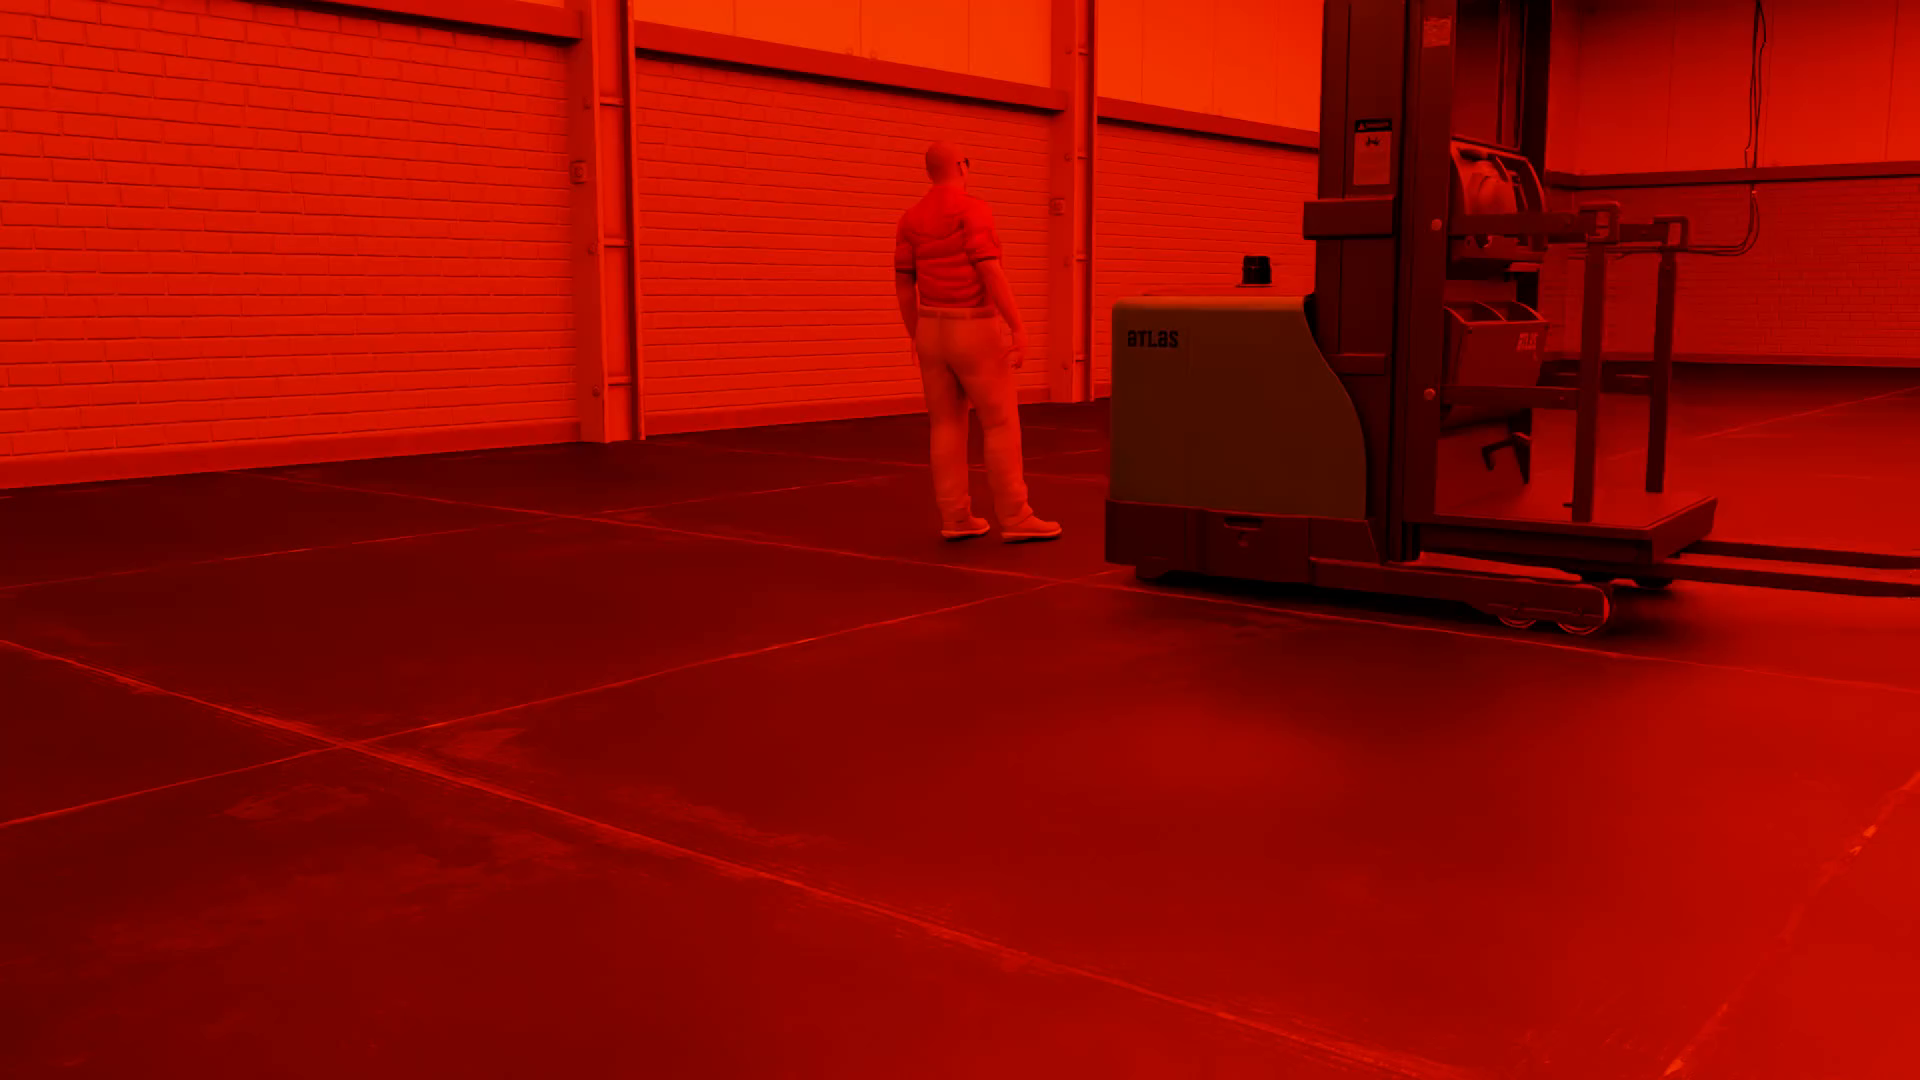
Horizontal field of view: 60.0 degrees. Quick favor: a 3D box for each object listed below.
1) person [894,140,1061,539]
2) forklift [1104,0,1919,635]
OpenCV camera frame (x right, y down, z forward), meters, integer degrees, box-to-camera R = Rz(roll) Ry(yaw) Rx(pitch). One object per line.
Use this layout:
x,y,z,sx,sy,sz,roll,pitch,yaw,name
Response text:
0.066,-0.872,7.341,0.641,1.728,0.550,7,11,38,person
2.053,-1.232,5.703,3.031,2.935,1.130,6,10,35,forklift
